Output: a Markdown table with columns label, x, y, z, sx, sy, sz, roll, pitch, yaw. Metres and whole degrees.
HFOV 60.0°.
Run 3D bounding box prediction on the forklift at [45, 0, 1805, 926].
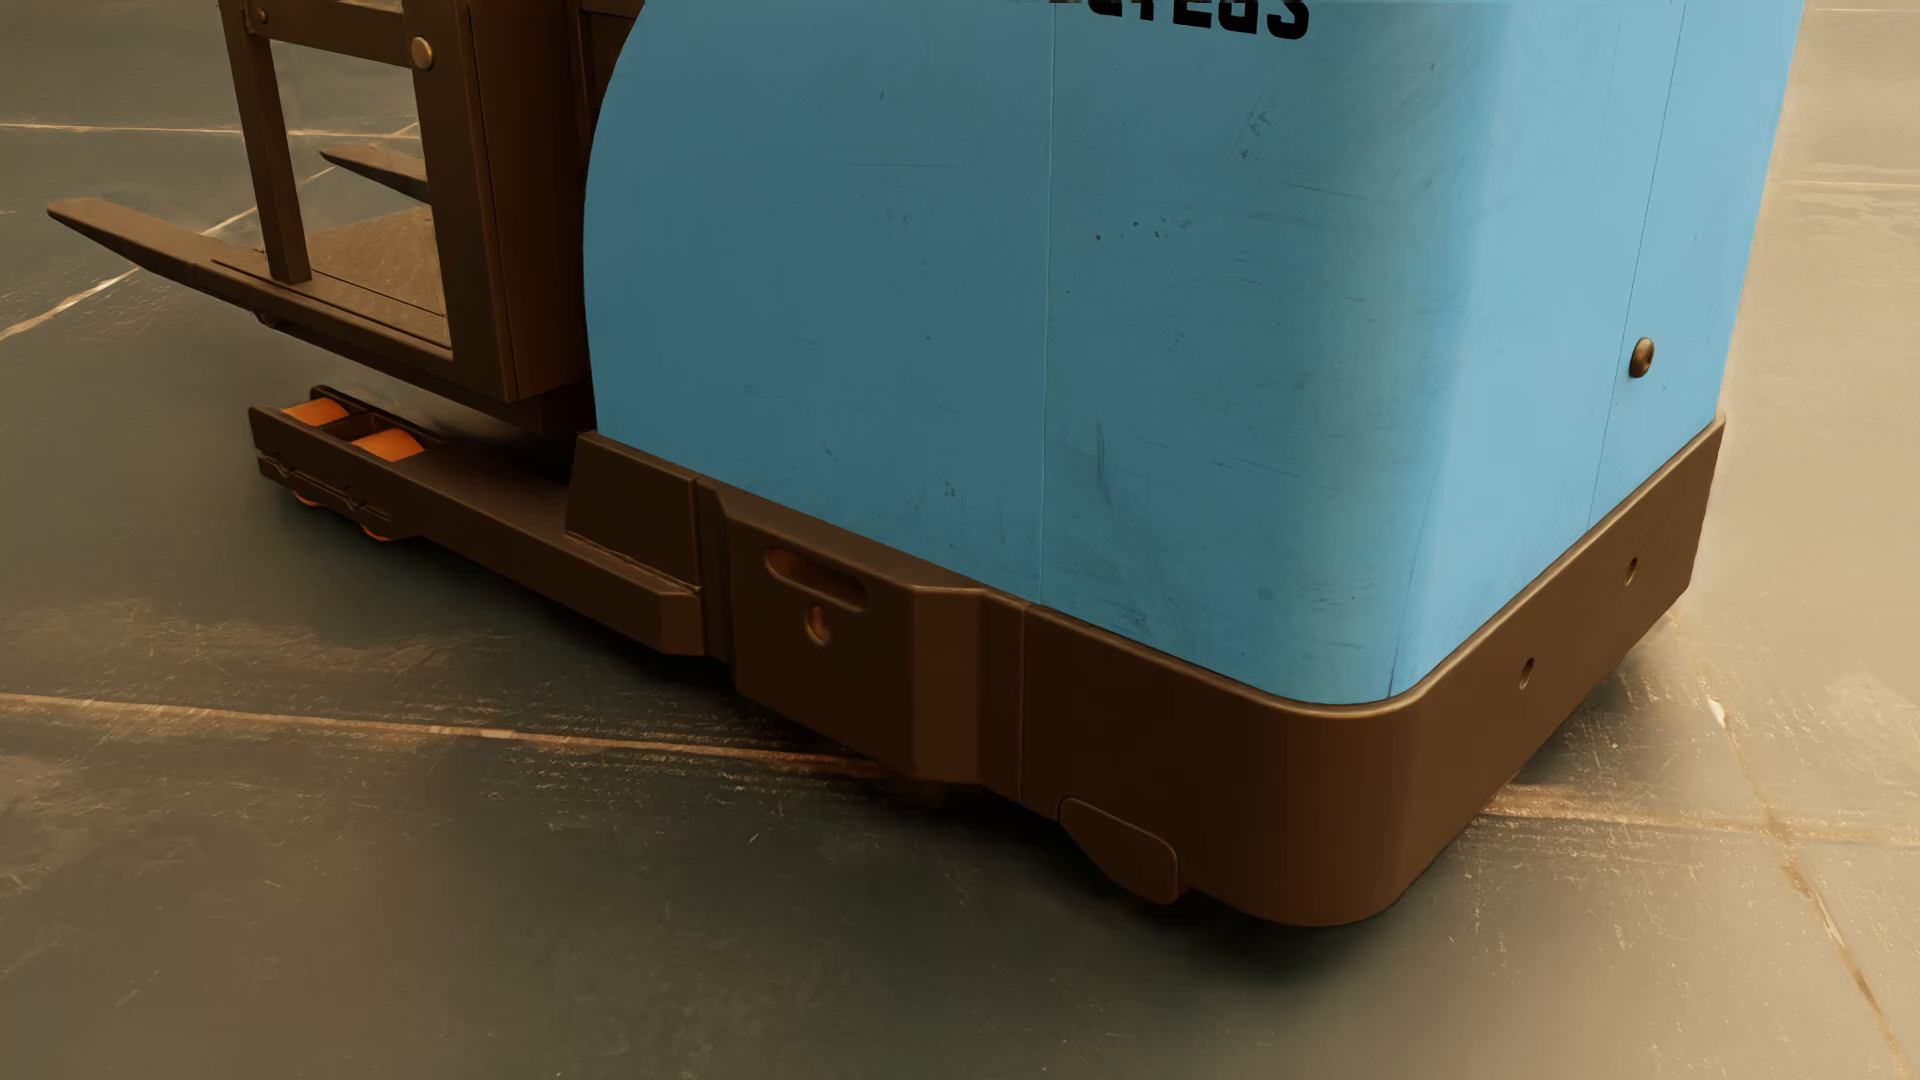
| label | x | y | z | sx | sy | sz | roll | pitch | yaw |
| --- | --- | --- | --- | --- | --- | --- | --- | --- | --- |
| forklift | -0.471 | -1.469 | 2.162 | 3.031 | 2.935 | 1.130 | 20 | 33 | 35 |
